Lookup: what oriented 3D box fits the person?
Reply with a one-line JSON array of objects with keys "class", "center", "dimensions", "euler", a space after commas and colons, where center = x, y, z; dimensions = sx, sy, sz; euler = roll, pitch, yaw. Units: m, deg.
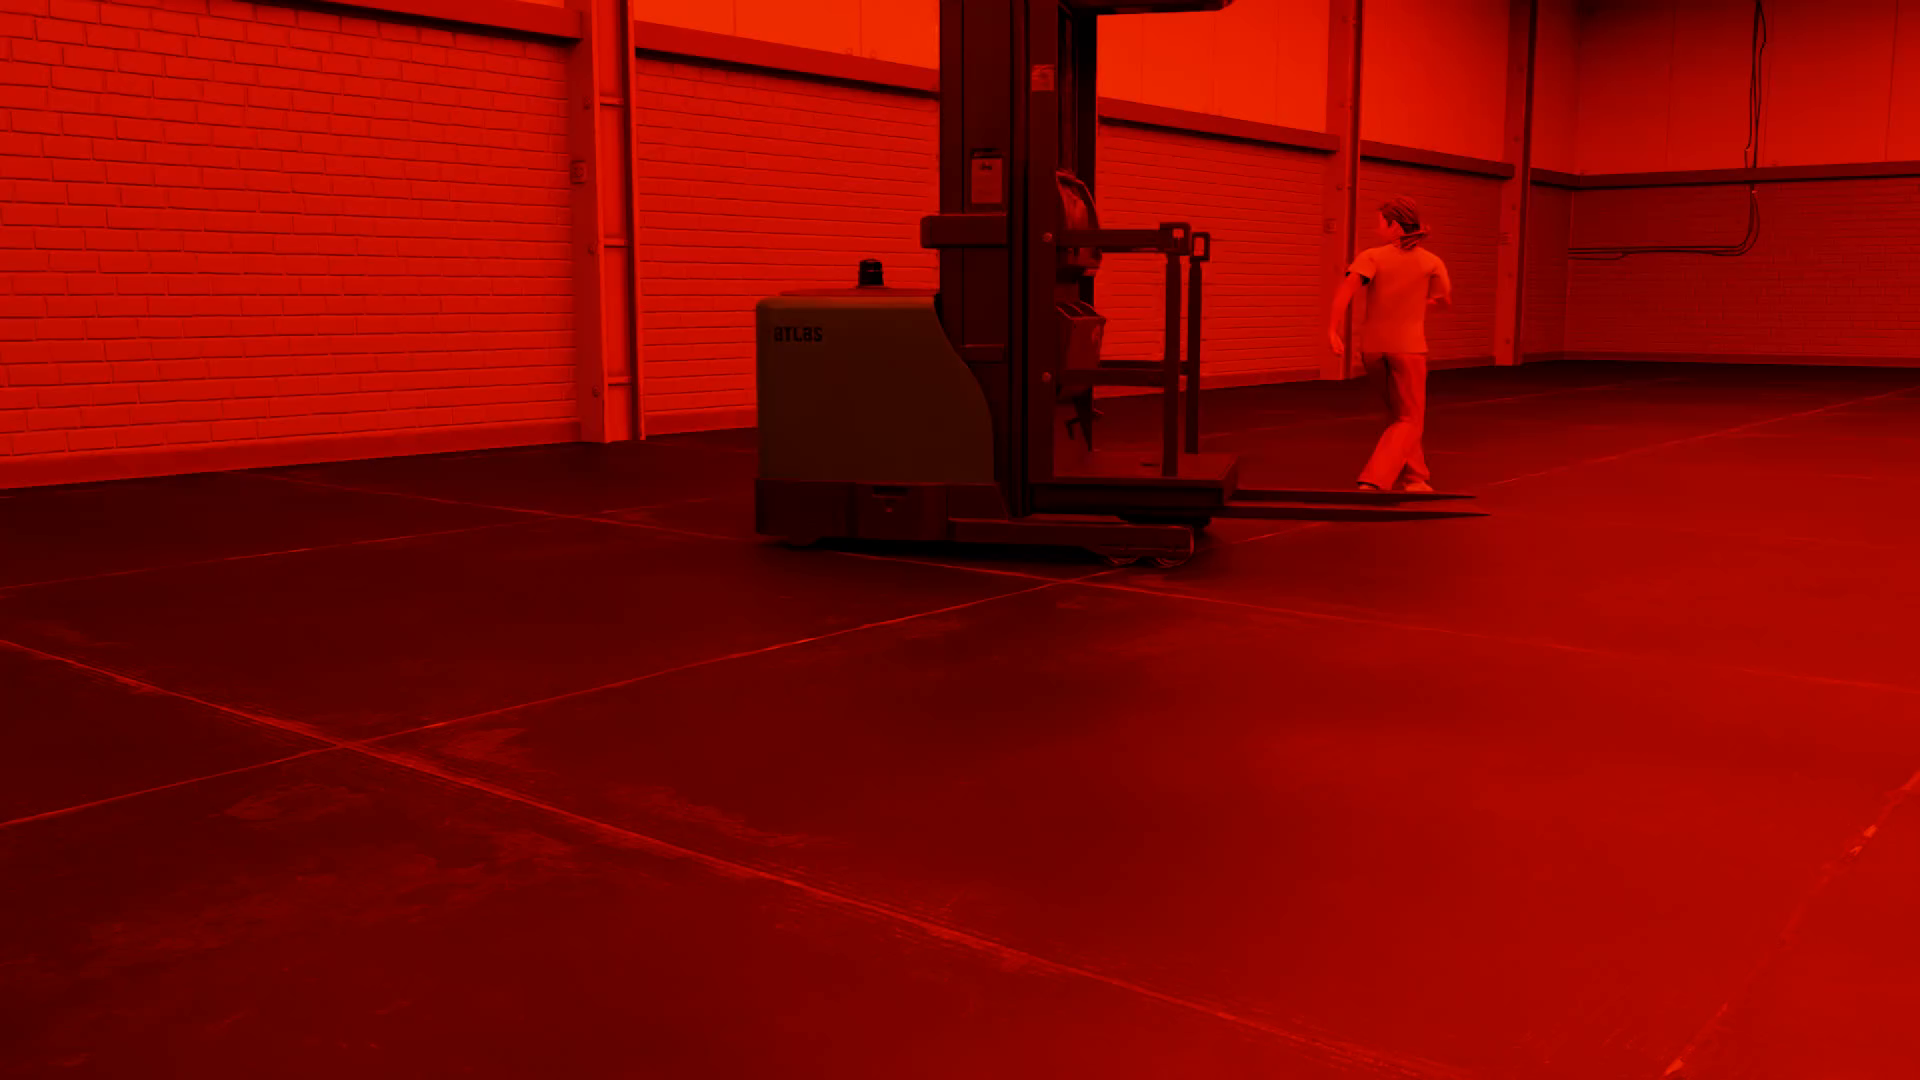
[{"class": "person", "center": [2.301, -0.983, 8.728], "dimensions": [0.471, 1.616, 0.917], "euler": [6, 10, 34]}]

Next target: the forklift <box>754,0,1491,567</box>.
[{"class": "forklift", "center": [0.693, -1.428, 7.039], "dimensions": [3.031, 2.935, 1.130], "euler": [2, 9, 13]}]
